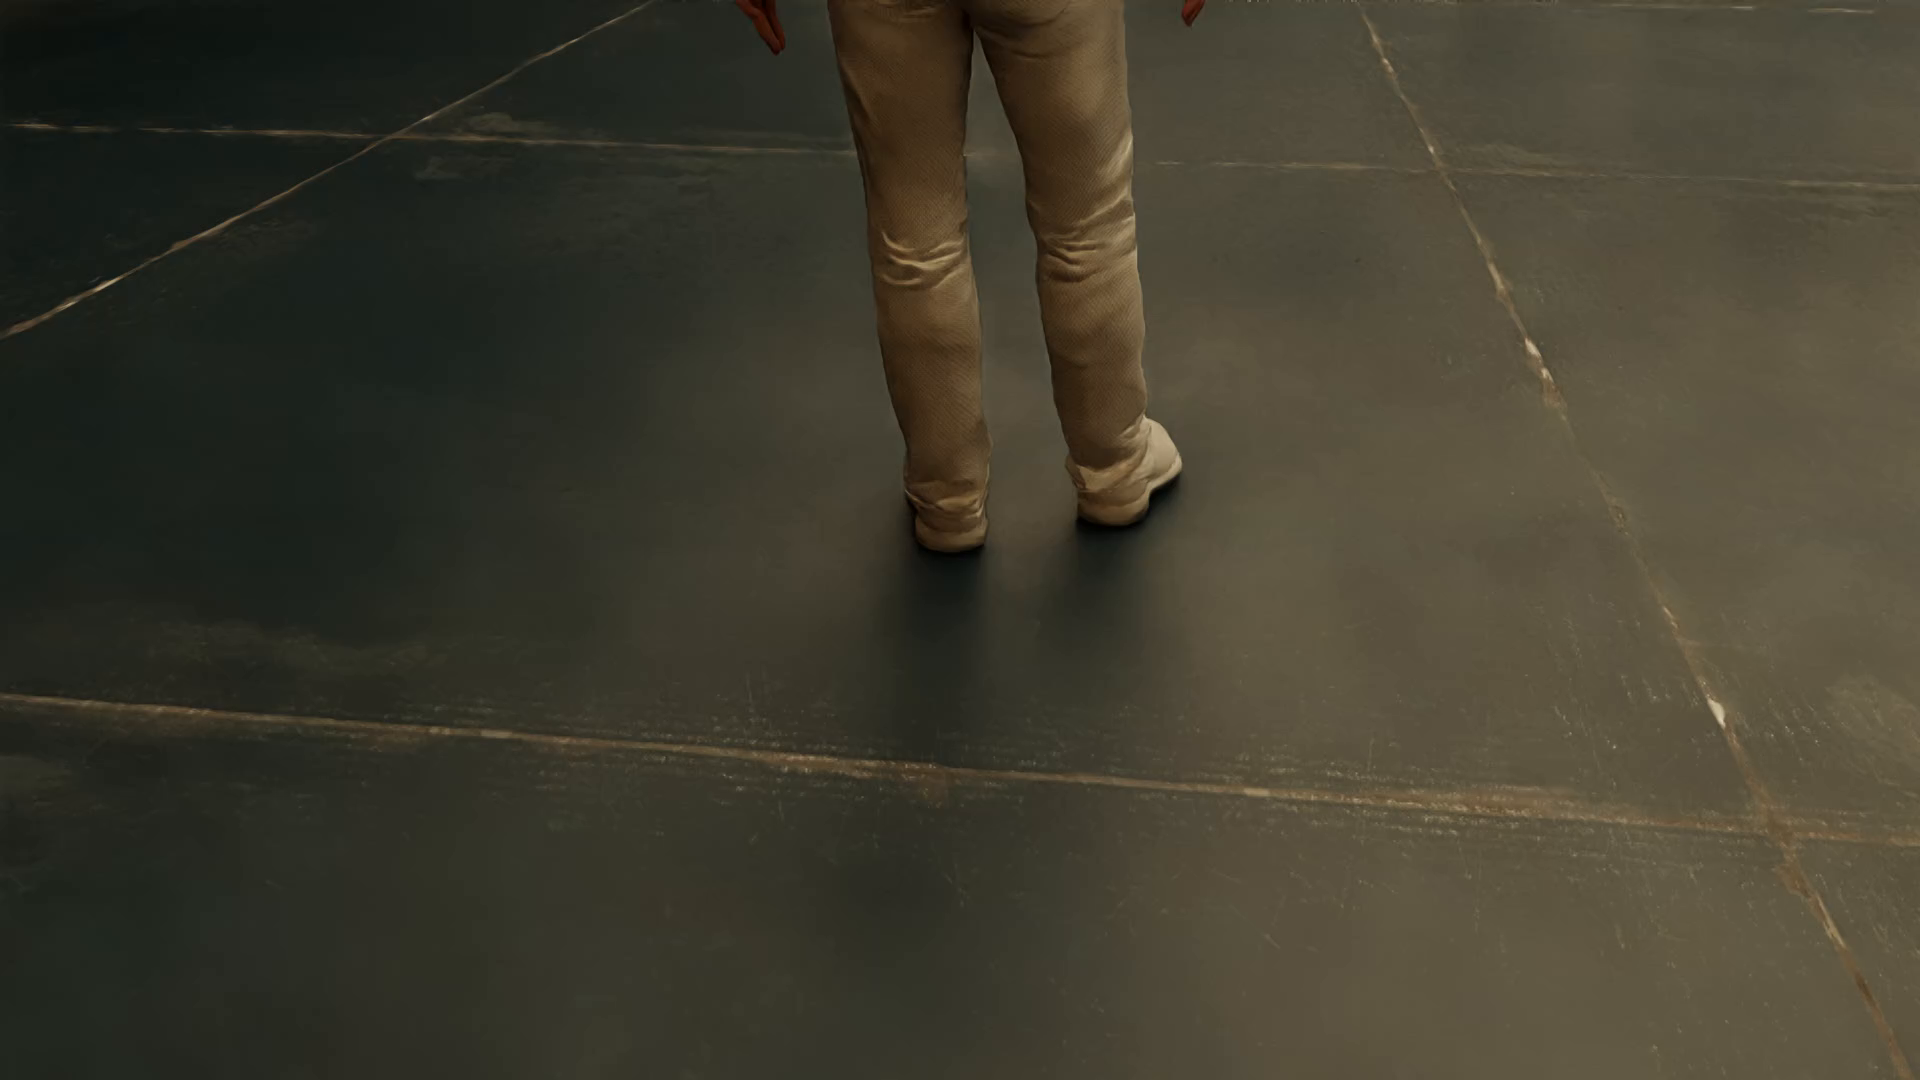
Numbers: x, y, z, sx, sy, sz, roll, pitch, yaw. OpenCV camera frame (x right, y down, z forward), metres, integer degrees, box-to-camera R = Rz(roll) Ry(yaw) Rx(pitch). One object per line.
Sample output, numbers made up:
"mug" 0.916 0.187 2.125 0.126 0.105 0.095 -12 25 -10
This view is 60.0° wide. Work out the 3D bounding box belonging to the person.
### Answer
"person" 0.014 -0.827 2.164 0.665 1.766 0.576 3 27 7
